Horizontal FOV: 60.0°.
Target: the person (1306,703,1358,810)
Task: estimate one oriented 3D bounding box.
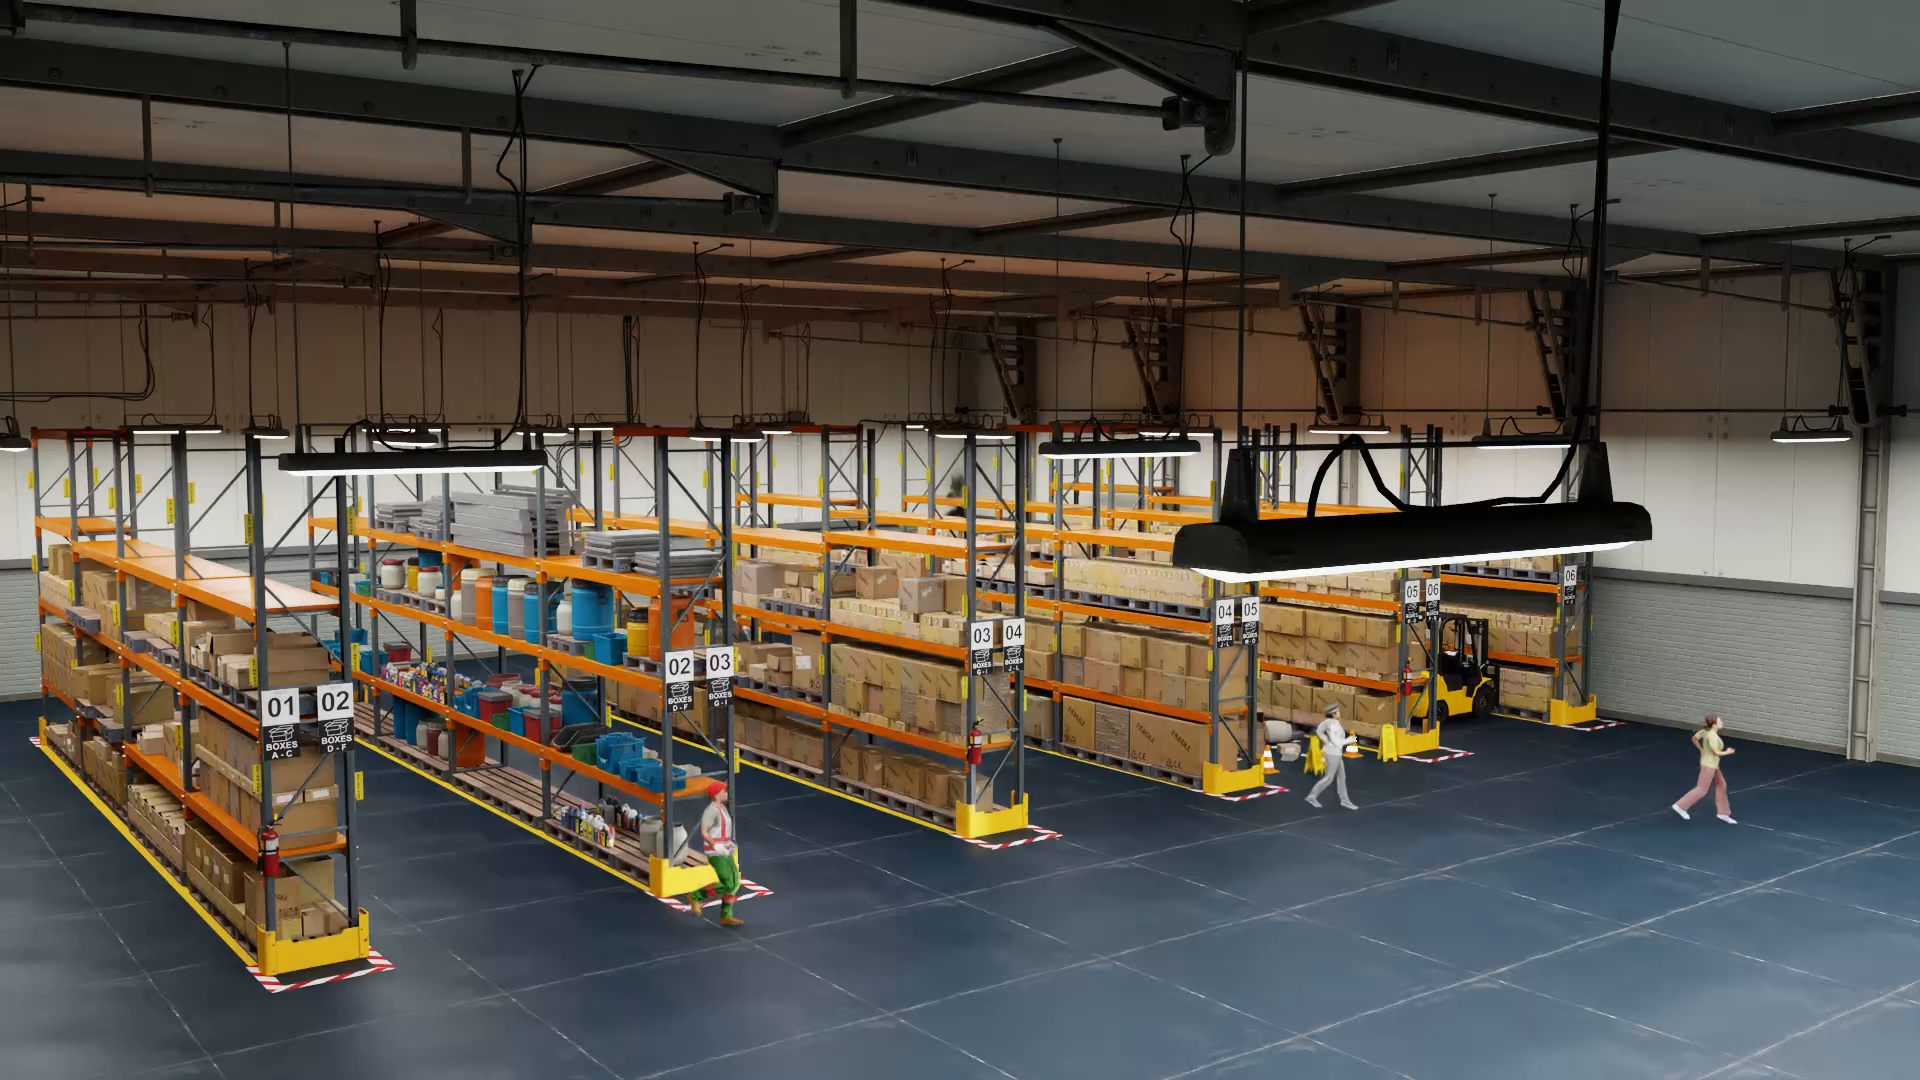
[{"bbox_3d":[5.874,3.410,26.201,0.822,1.719,0.613,1,5,8],"label":"person"}]

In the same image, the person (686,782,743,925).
[{"bbox_3d":[-2.993,3.854,20.589,0.706,1.716,0.706,0,4,5],"label":"person"}]

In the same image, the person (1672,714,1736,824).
[{"bbox_3d":[11.402,3.498,25.432,0.955,1.695,0.583,1,5,14],"label":"person"}]

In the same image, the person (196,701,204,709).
[{"bbox_3d":[-13.888,3.049,30.730,0.703,1.756,0.667,-3,5,-35],"label":"person"}]

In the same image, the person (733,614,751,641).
[{"bbox_3d":[-5.404,1.998,41.473,0.667,1.860,0.825,3,6,37],"label":"person"}]
